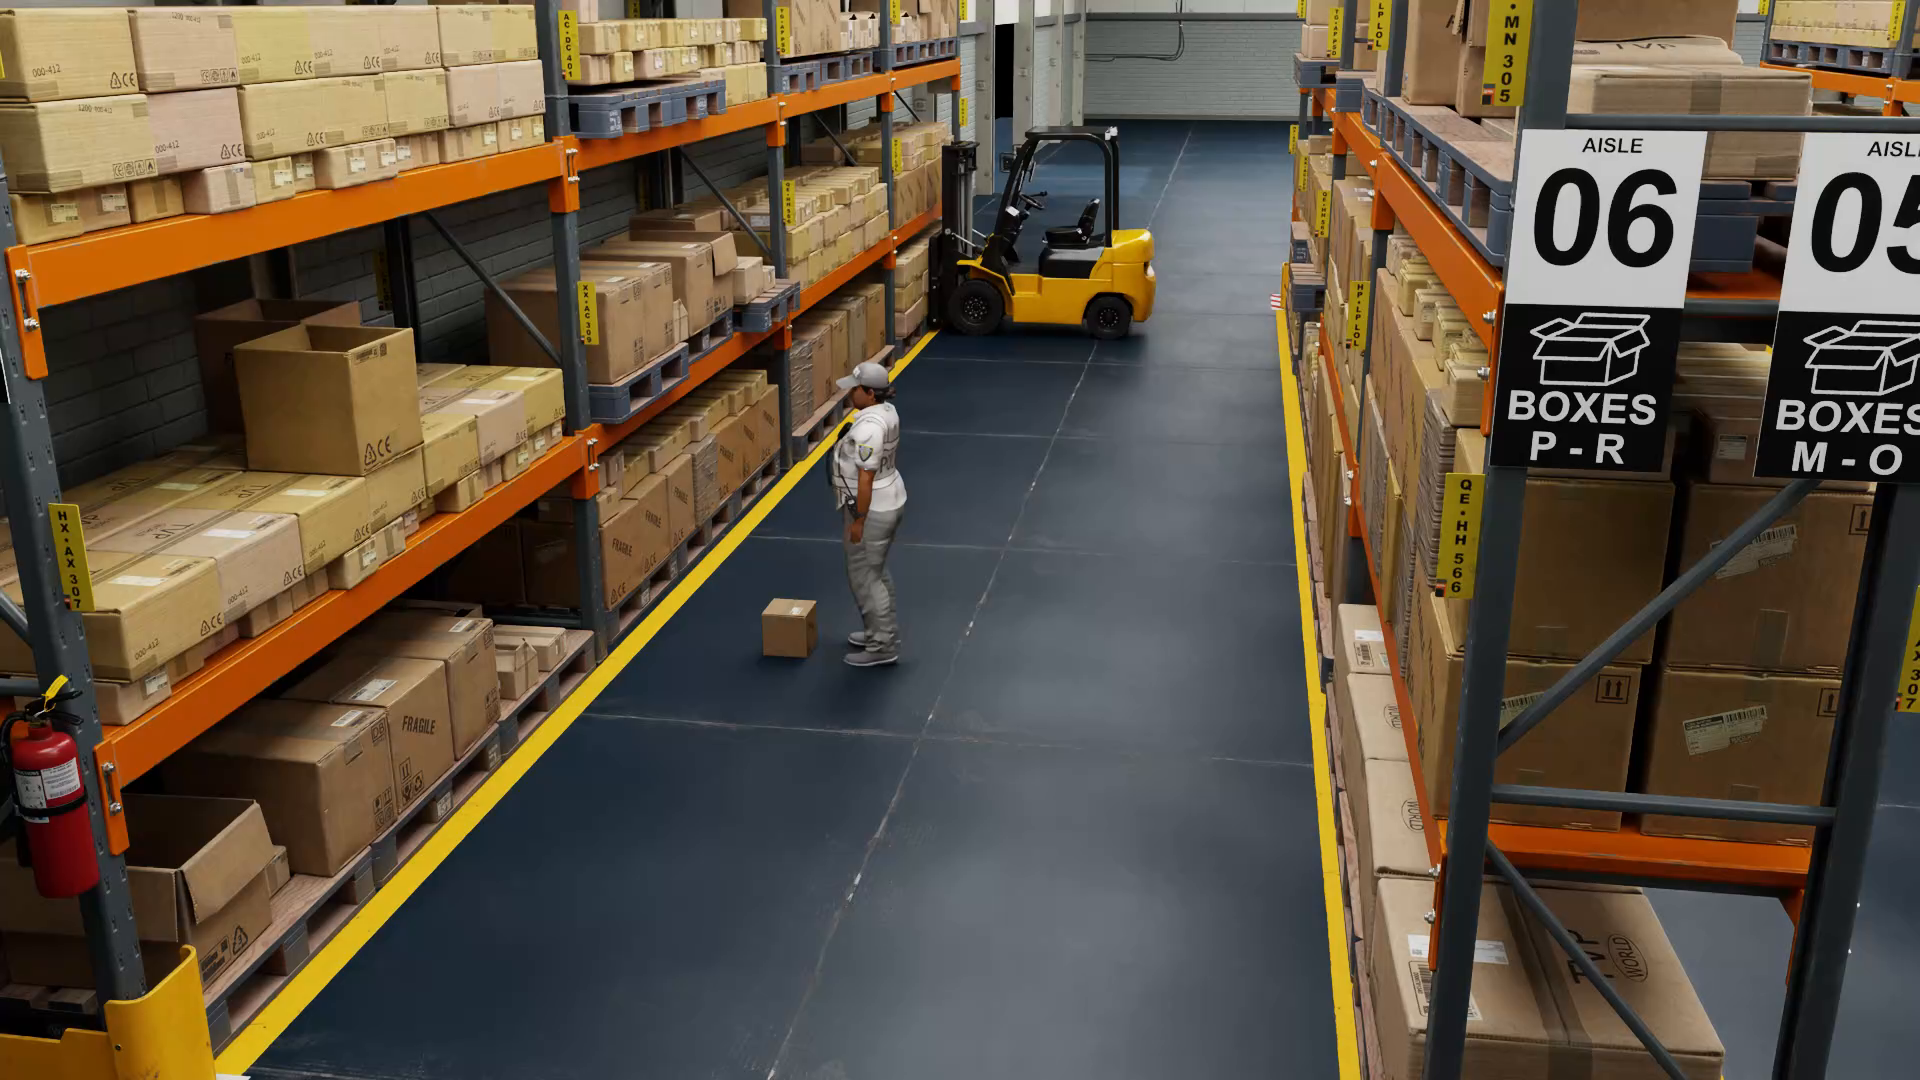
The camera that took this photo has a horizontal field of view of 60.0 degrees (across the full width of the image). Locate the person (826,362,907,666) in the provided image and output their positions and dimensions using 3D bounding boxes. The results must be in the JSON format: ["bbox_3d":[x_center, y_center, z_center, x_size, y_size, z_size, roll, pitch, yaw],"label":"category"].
[{"bbox_3d":[-0.497,-0.144,9.021,0.391,1.669,0.465,3,18,10],"label":"person"}]
